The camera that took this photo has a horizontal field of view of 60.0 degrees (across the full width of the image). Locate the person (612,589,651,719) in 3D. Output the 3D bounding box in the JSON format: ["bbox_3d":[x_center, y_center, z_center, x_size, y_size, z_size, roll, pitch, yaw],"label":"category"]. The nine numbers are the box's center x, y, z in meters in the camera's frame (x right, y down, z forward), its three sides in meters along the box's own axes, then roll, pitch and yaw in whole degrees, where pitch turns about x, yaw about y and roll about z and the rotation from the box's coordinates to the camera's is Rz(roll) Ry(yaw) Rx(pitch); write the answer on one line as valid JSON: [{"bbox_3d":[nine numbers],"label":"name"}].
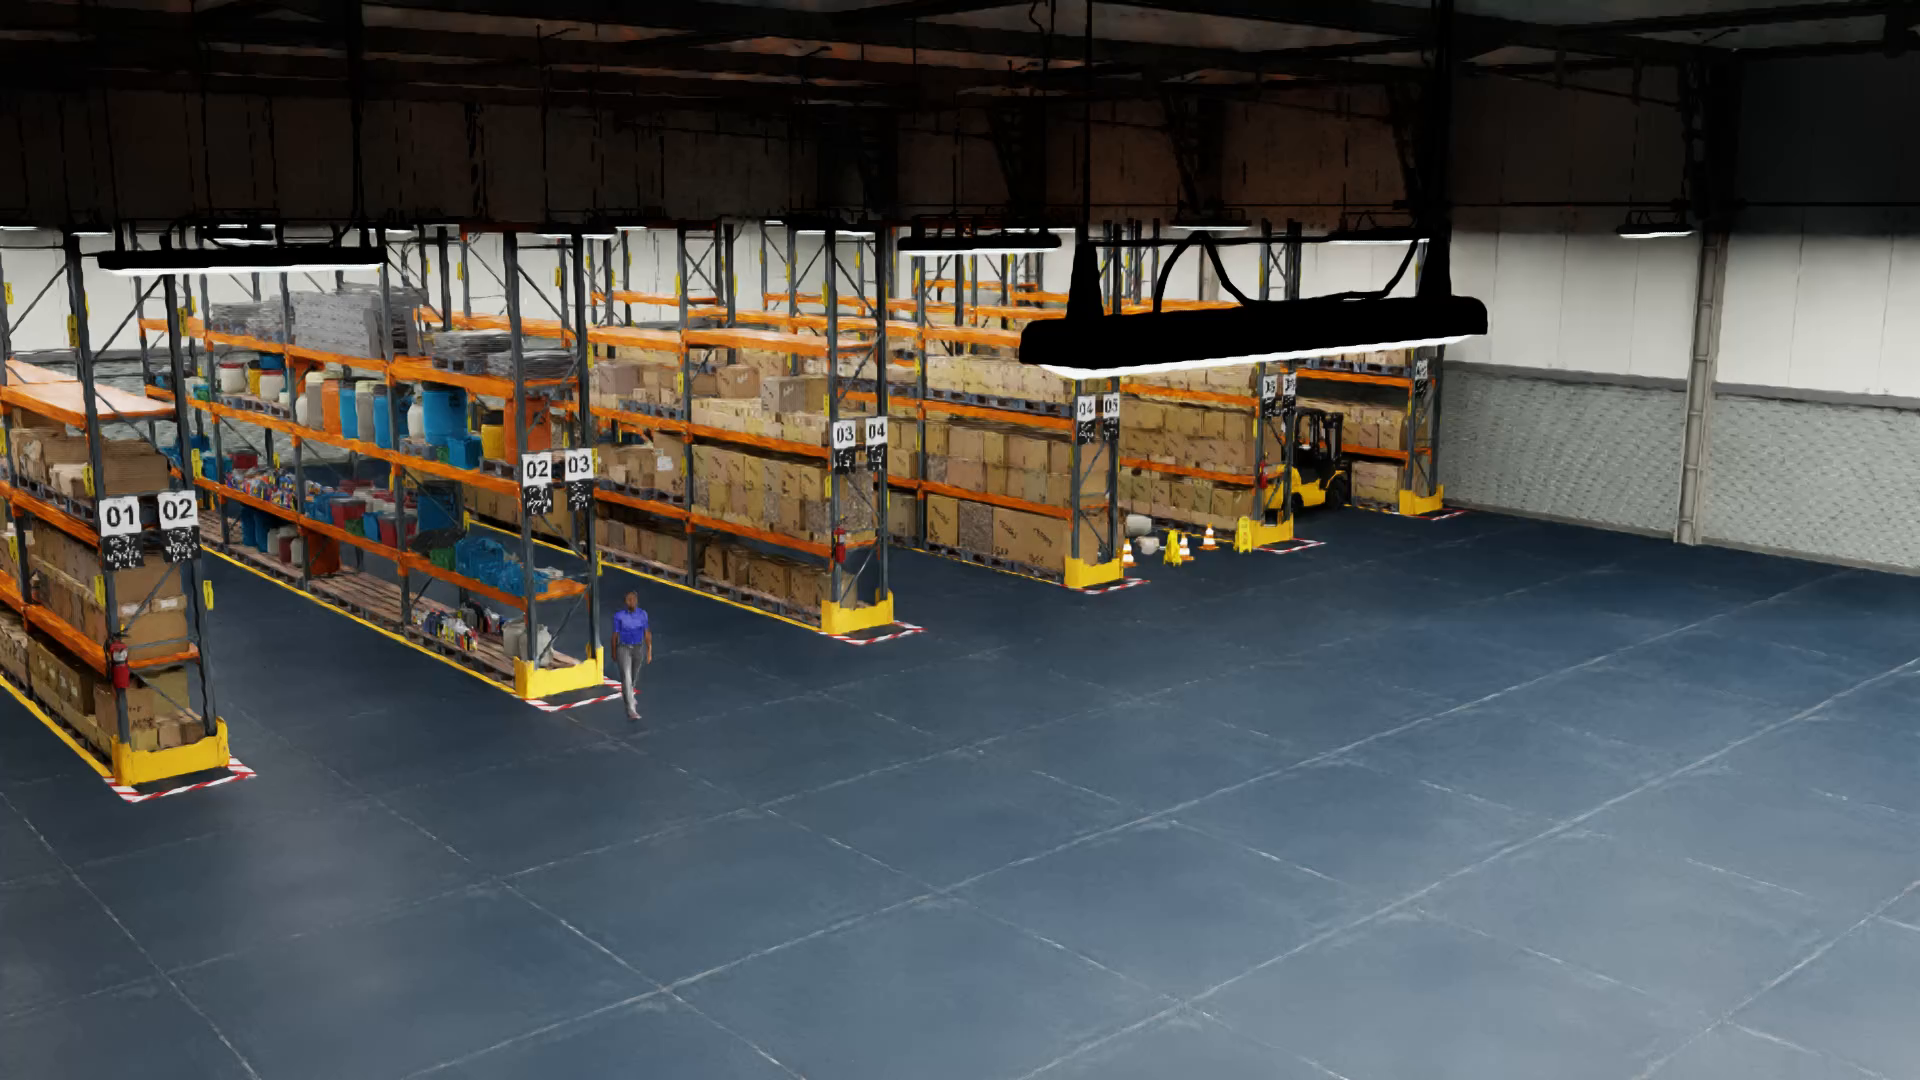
[{"bbox_3d":[-4.117,1.391,20.890,0.443,1.587,0.991,-7,13,-32],"label":"person"}]

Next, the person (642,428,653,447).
[{"bbox_3d":[-6.629,-1.546,35.221,0.580,1.666,0.571,-4,12,-20],"label":"person"}]
